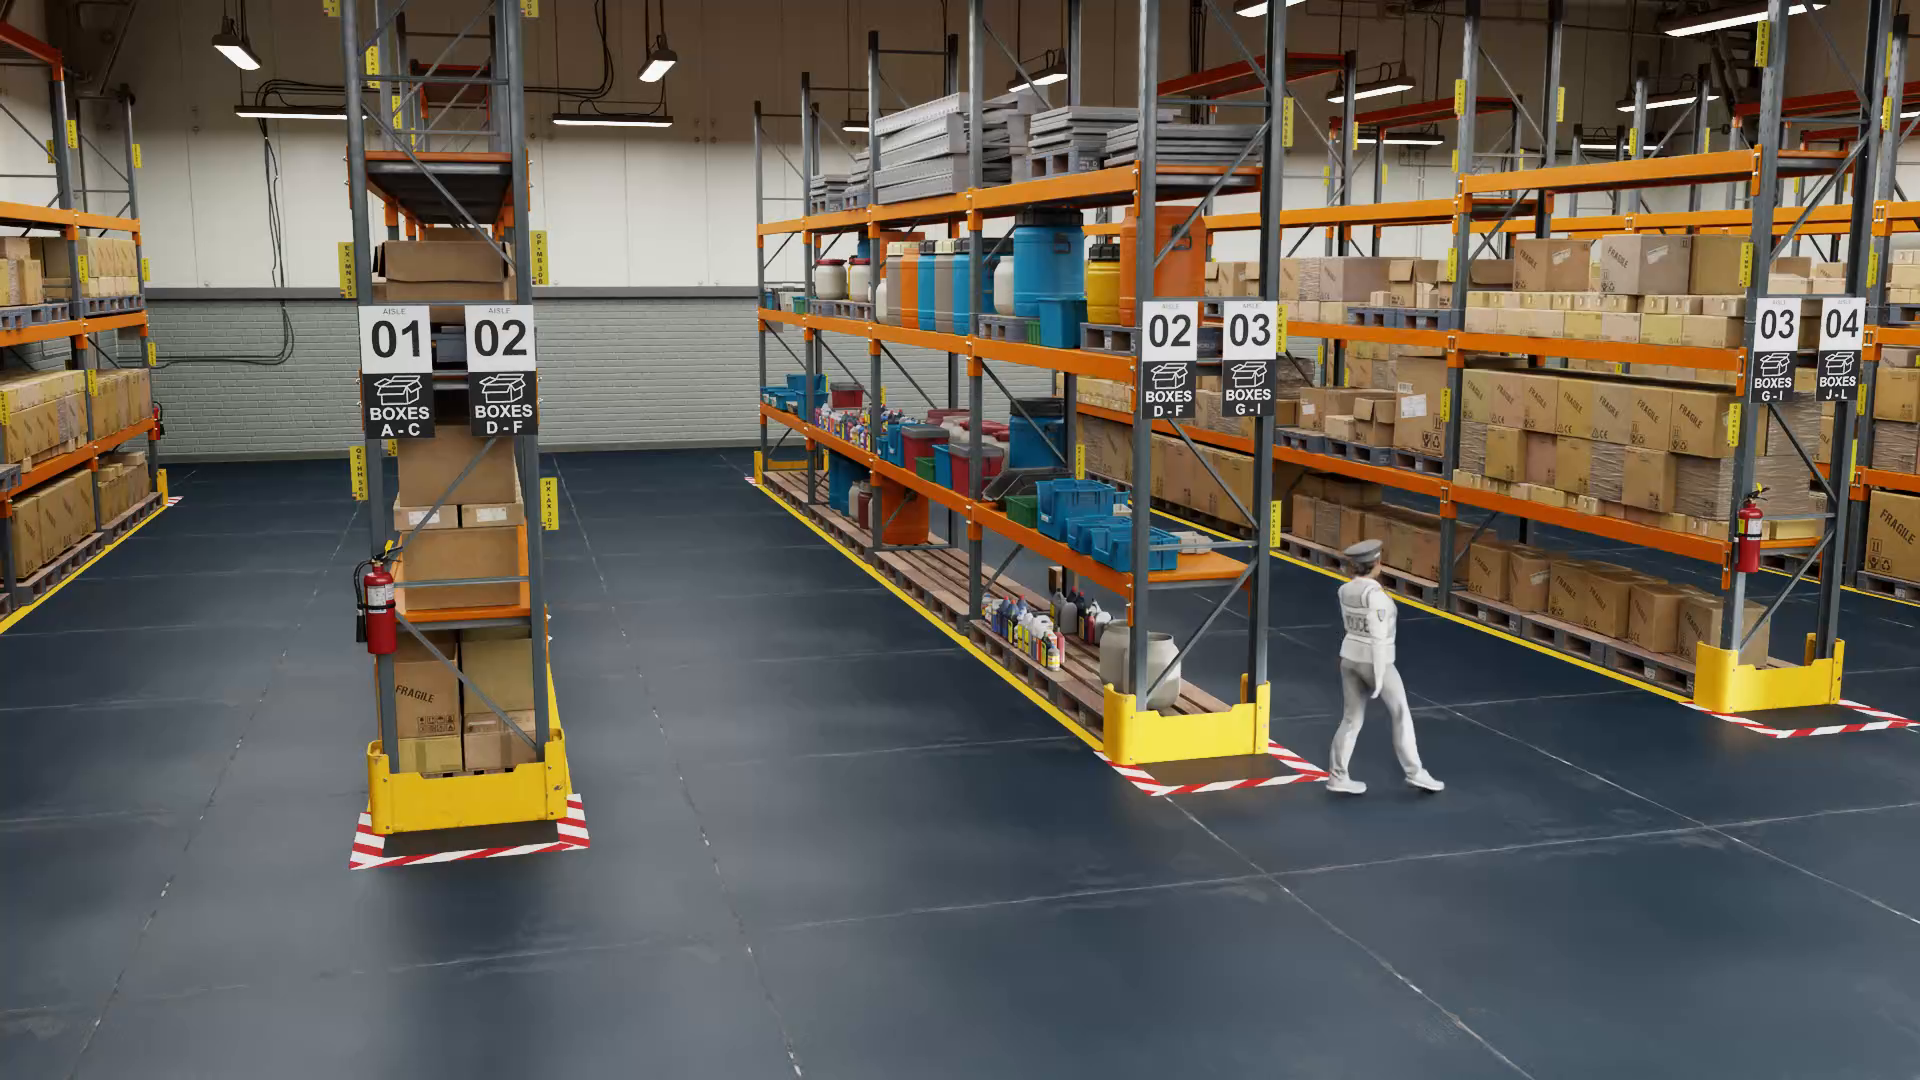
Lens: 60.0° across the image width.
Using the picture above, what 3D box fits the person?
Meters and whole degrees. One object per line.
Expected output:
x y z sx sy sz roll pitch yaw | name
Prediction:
2.748 0.824 10.903 0.797 1.656 0.539 -5 10 -28 | person
